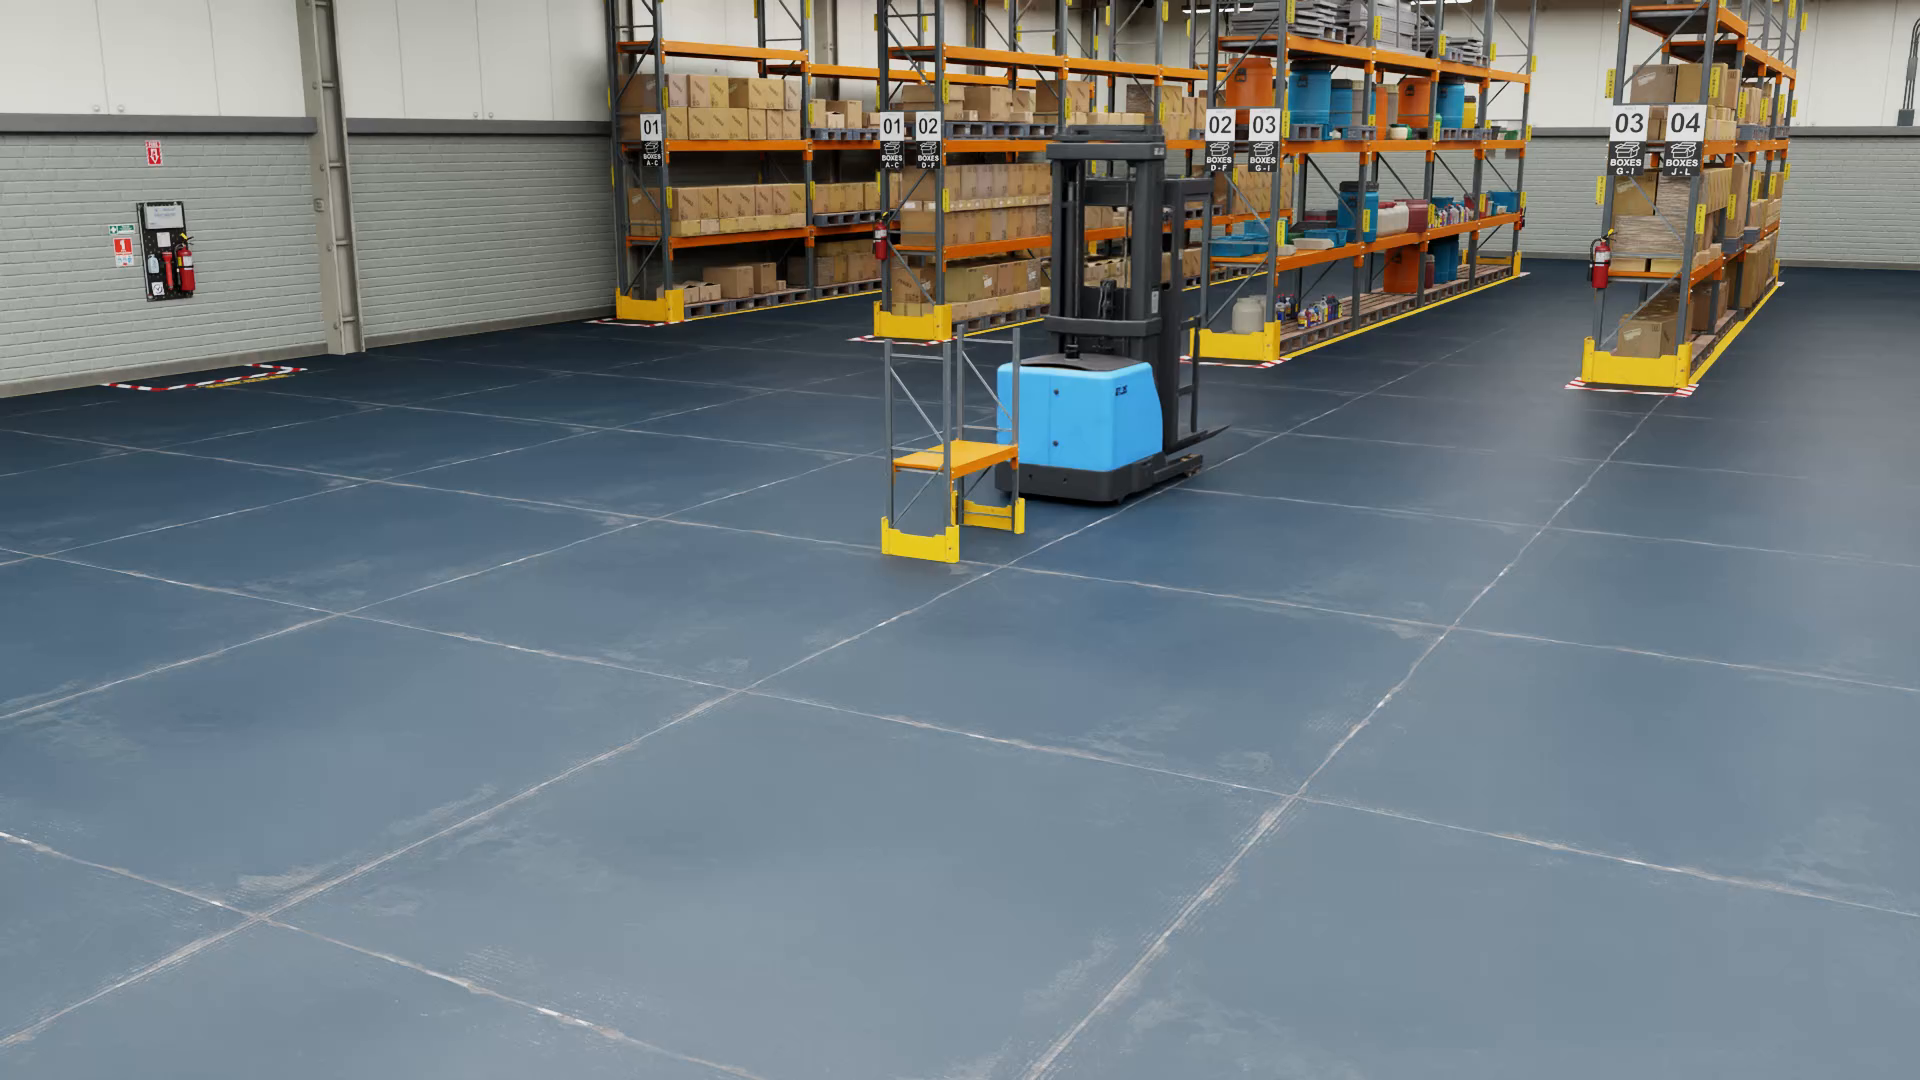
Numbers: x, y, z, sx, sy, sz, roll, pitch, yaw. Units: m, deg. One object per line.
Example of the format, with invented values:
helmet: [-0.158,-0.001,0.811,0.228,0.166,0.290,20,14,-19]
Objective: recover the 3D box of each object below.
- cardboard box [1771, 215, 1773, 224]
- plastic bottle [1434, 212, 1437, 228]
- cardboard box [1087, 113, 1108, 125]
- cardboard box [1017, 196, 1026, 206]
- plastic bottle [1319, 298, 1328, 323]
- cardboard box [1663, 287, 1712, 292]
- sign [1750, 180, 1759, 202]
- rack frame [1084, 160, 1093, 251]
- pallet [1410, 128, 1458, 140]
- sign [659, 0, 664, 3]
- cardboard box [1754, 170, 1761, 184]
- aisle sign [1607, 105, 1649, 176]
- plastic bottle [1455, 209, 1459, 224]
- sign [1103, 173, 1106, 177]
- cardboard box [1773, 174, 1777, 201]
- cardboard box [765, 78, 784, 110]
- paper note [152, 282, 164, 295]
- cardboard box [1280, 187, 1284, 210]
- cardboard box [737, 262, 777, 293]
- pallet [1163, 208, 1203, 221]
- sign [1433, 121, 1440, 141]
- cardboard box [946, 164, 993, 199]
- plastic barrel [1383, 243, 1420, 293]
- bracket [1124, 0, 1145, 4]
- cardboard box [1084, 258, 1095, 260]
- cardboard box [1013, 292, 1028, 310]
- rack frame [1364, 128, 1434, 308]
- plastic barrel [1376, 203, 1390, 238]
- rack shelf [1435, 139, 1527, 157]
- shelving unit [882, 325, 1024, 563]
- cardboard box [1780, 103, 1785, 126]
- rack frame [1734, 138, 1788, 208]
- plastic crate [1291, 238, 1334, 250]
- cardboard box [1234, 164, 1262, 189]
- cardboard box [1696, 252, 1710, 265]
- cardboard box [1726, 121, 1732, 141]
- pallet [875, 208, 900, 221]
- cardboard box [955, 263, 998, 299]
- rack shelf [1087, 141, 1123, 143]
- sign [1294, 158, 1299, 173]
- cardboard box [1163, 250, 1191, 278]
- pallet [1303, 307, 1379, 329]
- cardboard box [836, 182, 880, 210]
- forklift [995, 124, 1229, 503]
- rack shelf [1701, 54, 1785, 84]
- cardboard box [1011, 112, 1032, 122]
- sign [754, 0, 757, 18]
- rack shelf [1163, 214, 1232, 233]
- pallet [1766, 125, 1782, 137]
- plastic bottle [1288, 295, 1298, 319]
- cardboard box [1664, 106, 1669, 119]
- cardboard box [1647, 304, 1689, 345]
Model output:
cardboard box: [14.847,-5.941,30.811,0.380,0.149,0.250,8,15,29]
plastic bottle: [8.338,-5.627,29.222,0.061,0.283,0.133,7,15,28]
cardboard box: [2.227,-7.230,28.648,0.500,0.250,0.500,6,15,23]
cardboard box: [0.812,-5.331,26.148,0.380,0.149,0.250,7,15,28]
plastic bottle: [5.276,-3.349,24.239,0.144,0.351,0.185,7,15,28]
cardboard box: [10.482,-3.350,23.925,0.700,0.500,0.500,7,15,28]
sign: [12.333,-5.418,25.805,0.100,0.325,0.005,7,15,28]
rack frame: [2.712,-8.278,39.970,1.000,3.000,0.127,7,15,28]
pallet: [7.973,-7.026,28.782,1.003,0.211,1.213,7,15,28]
sign: [-4.548,-8.343,25.277,0.100,0.325,0.005,7,15,28]
cardboard box: [13.485,-6.178,28.906,0.797,0.503,0.637,7,15,27]
aisle sign: [7.693,-4.597,19.154,0.394,0.787,0.004,7,15,28]
plastic bottle: [9.123,-5.979,30.697,0.152,0.276,0.135,7,15,28]
sign: [2.703,-6.660,30.958,0.100,0.325,0.005,7,15,28]
cardboard box: [14.734,-6.487,30.625,0.500,0.500,0.500,7,15,26]
cardboard box: [-3.351,-7.571,28.247,0.500,0.500,0.500,8,16,31]
paper note: [-9.716,-3.047,20.150,0.016,0.148,0.142,7,15,28]
cardboard box: [6.824,-7.537,36.681,0.500,0.500,0.500,8,15,29]
cardboard box: [-3.556,-4.597,29.097,0.500,0.500,0.500,6,15,24]
pallet: [4.119,-6.382,32.517,1.003,0.211,1.213,7,15,28]
sign: [8.002,-6.861,27.914,0.100,0.325,0.005,7,15,28]
cardboard box: [0.070,-5.431,25.181,0.700,0.500,0.500,7,15,28]
plastic barrel: [7.739,-4.766,29.136,0.600,0.830,0.708,7,15,28]
bracket: [4.632,-14.006,43.250,0.076,0.066,3.189,7,15,28]
cardboard box: [2.178,-4.929,29.853,0.500,0.311,0.500,7,15,27]
cardboard box: [0.737,-3.797,26.356,0.500,0.250,0.500,7,15,28]
rack frame: [7.517,-5.514,28.506,1.000,3.000,0.127,7,15,28]
plastic barrel: [6.593,-5.082,26.422,0.433,0.535,0.433,0,14,0]
rack shelf: [10.418,-7.854,33.345,1.077,0.370,4.000,7,15,28]
shelving unit: [-0.037,-0.713,11.793,0.587,1.500,1.083,7,15,28]
cardboard box: [15.516,-8.241,32.095,0.700,0.500,0.500,6,15,25]
rack frame: [15.720,-6.594,32.986,1.000,3.000,0.127,7,15,28]
plastic crate: [5.020,-4.204,23.632,0.530,0.136,0.437,7,15,28]
cardboard box: [6.089,-7.708,35.258,0.500,0.500,0.500,7,15,26]
cardboard box: [9.142,-3.518,20.761,0.380,0.149,0.250,7,15,28]
cardboard box: [9.666,-5.289,21.490,0.500,0.250,0.500,8,16,29]
pallet: [-1.407,-6.385,32.528,1.213,0.211,1.003,7,15,28]
cardboard box: [0.240,-3.959,25.424,0.500,0.500,0.500,7,15,28]
rack shelf: [2.216,-6.774,28.868,1.077,0.370,4.000,7,15,28]
sign: [7.526,-8.367,37.195,0.100,0.325,0.005,7,15,28]
cardboard box: [4.148,-5.346,32.204,0.500,0.500,0.500,7,15,27]
pallet: [5.929,-3.503,26.115,1.003,0.211,1.213,7,15,28]
cardboard box: [-1.957,-6.543,31.623,0.700,0.500,0.500,7,15,28]
forklift: [1.459,-2.012,14.124,1.130,2.935,3.031,8,16,29]
rack shelf: [12.820,-7.736,27.308,1.077,0.370,4.000,7,15,28]
cardboard box: [0.905,-6.585,25.890,0.380,0.149,0.250,7,15,28]
sign: [-3.578,-9.325,29.183,0.100,0.325,0.005,7,15,28]
rack shelf: [4.150,-6.137,32.623,1.077,0.370,4.000,7,15,28]
pallet: [14.191,-7.355,29.933,1.003,0.211,1.213,7,15,28]
plastic bottle: [4.956,-3.485,24.801,0.144,0.351,0.185,7,15,28]
cardboard box: [8.321,-4.921,19.115,0.380,0.149,0.250,7,15,28]
cardboard box: [9.189,-2.789,21.640,0.500,0.500,0.500,6,15,23]
